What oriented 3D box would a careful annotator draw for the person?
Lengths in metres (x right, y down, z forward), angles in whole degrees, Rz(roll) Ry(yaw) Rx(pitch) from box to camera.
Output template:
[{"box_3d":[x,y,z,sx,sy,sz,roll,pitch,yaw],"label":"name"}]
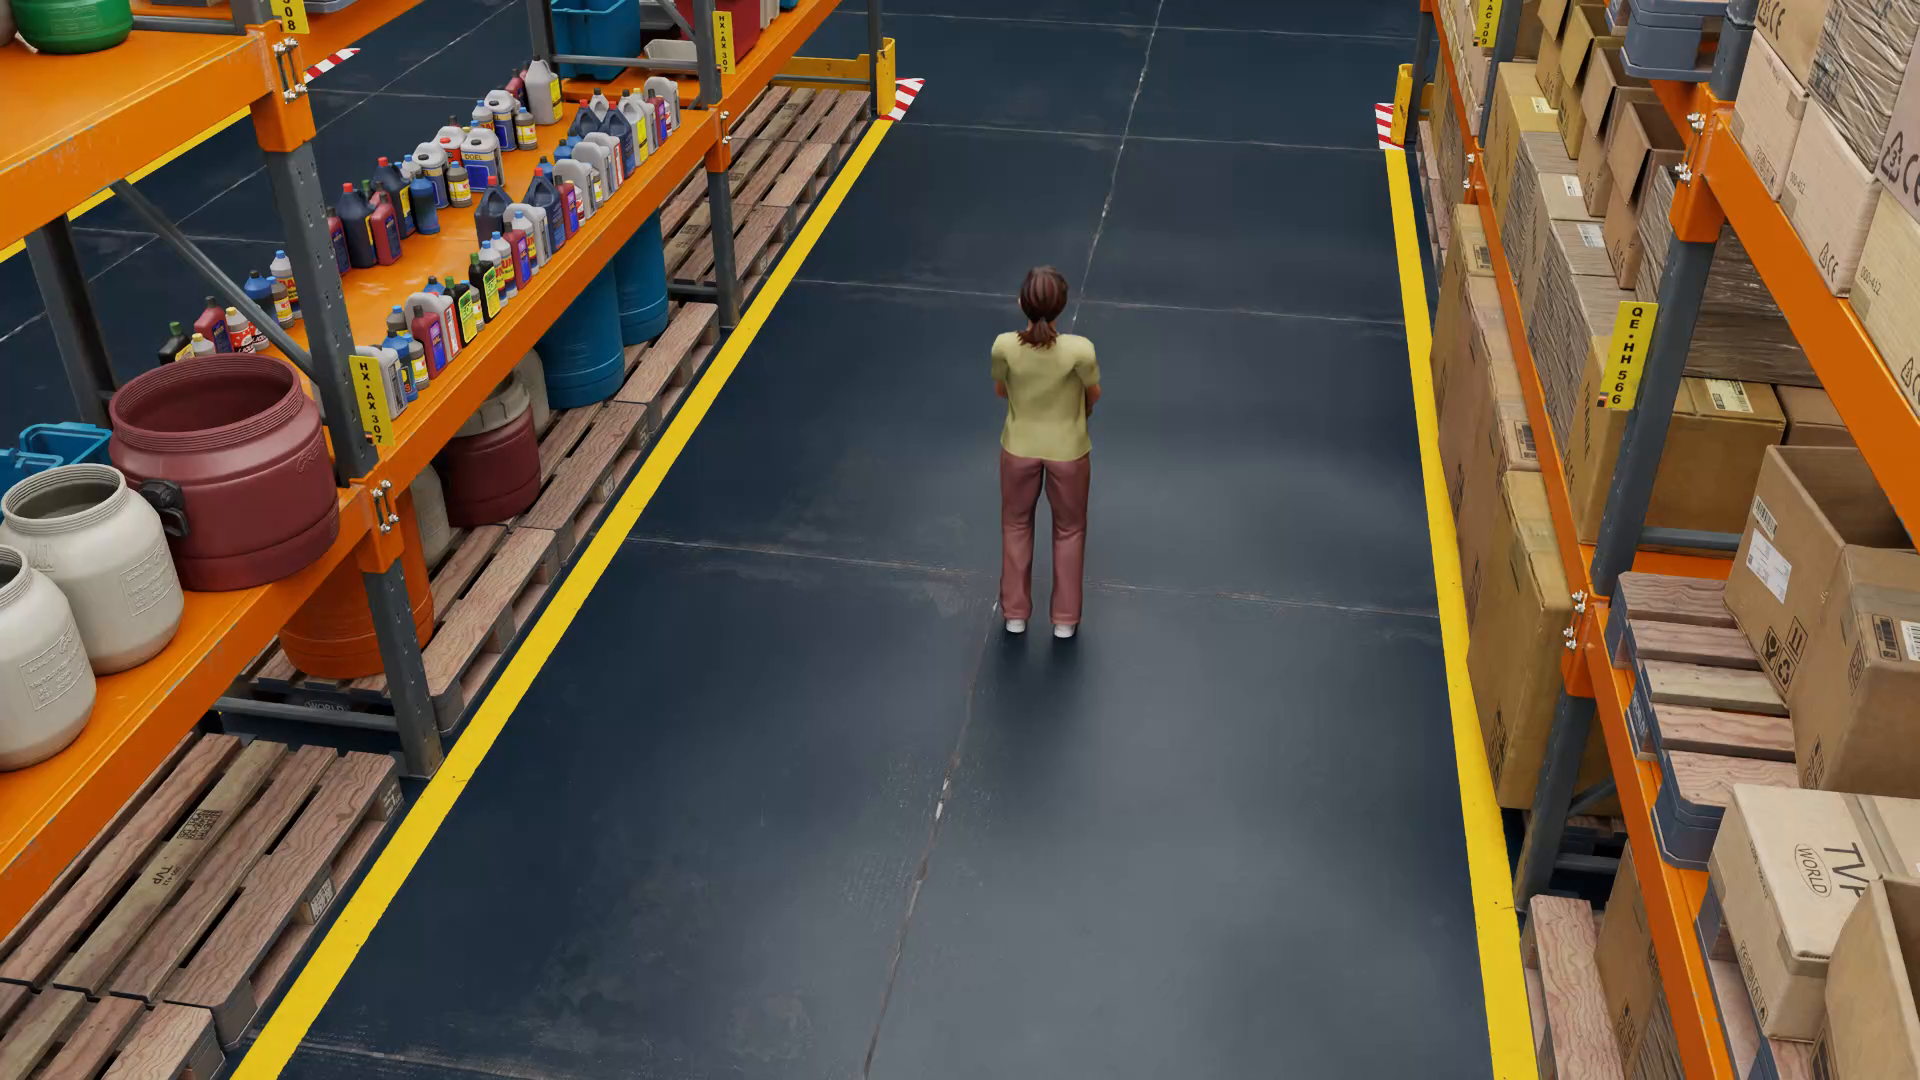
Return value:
[{"box_3d":[0.346,-0.386,6.752,0.431,1.664,0.538,5,33,8],"label":"person"}]
